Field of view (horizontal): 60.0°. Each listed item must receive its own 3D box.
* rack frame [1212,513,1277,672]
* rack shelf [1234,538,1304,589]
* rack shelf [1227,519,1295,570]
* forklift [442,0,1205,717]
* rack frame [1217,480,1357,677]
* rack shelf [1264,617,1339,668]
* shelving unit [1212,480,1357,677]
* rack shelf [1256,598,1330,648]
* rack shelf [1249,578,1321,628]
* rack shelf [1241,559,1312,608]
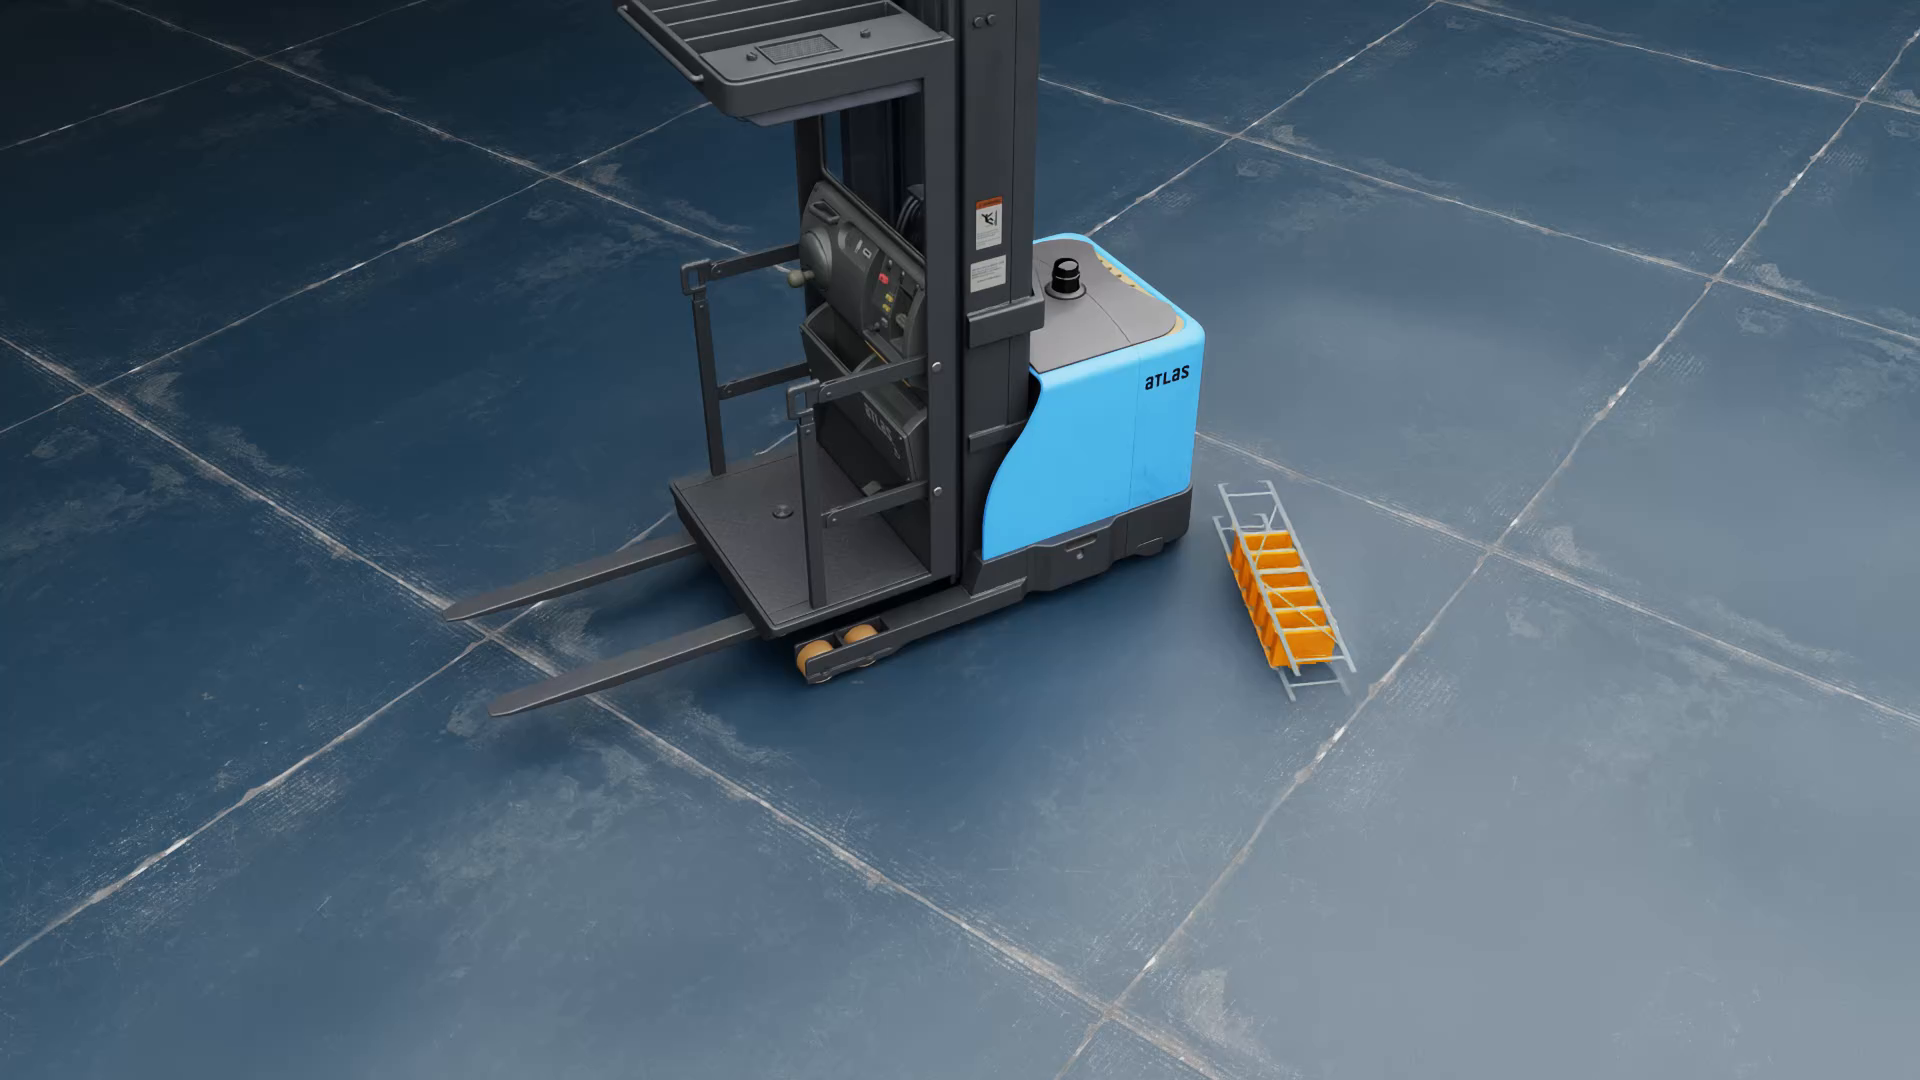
[{"bbox_3d":[1.310,0.271,6.895,0.240,0.006,1.200,-4,40,-7],"label":"rack frame"},{"bbox_3d":[1.291,0.096,6.962,0.258,0.180,0.103,-4,40,-7],"label":"rack shelf"},{"bbox_3d":[1.275,0.020,7.054,0.258,0.180,0.103,-4,40,-7],"label":"rack shelf"},{"bbox_3d":[-0.549,-0.967,6.107,3.031,2.935,1.130,-19,42,-22],"label":"forklift"},{"bbox_3d":[1.314,0.130,6.779,0.240,0.006,1.200,-4,40,-7],"label":"rack frame"},{"bbox_3d":[1.353,0.400,6.596,0.258,0.180,0.103,-4,40,-7],"label":"rack shelf"},{"bbox_3d":[1.312,0.200,6.837,0.258,0.189,1.200,-4,40,-7],"label":"shelving unit"},{"bbox_3d":[1.337,0.324,6.688,0.258,0.180,0.103,-4,40,-7],"label":"rack shelf"},{"bbox_3d":[1.322,0.248,6.779,0.258,0.180,0.103,-4,40,-7],"label":"rack shelf"},{"bbox_3d":[1.306,0.172,6.871,0.258,0.180,0.103,-4,40,-7],"label":"rack shelf"}]
